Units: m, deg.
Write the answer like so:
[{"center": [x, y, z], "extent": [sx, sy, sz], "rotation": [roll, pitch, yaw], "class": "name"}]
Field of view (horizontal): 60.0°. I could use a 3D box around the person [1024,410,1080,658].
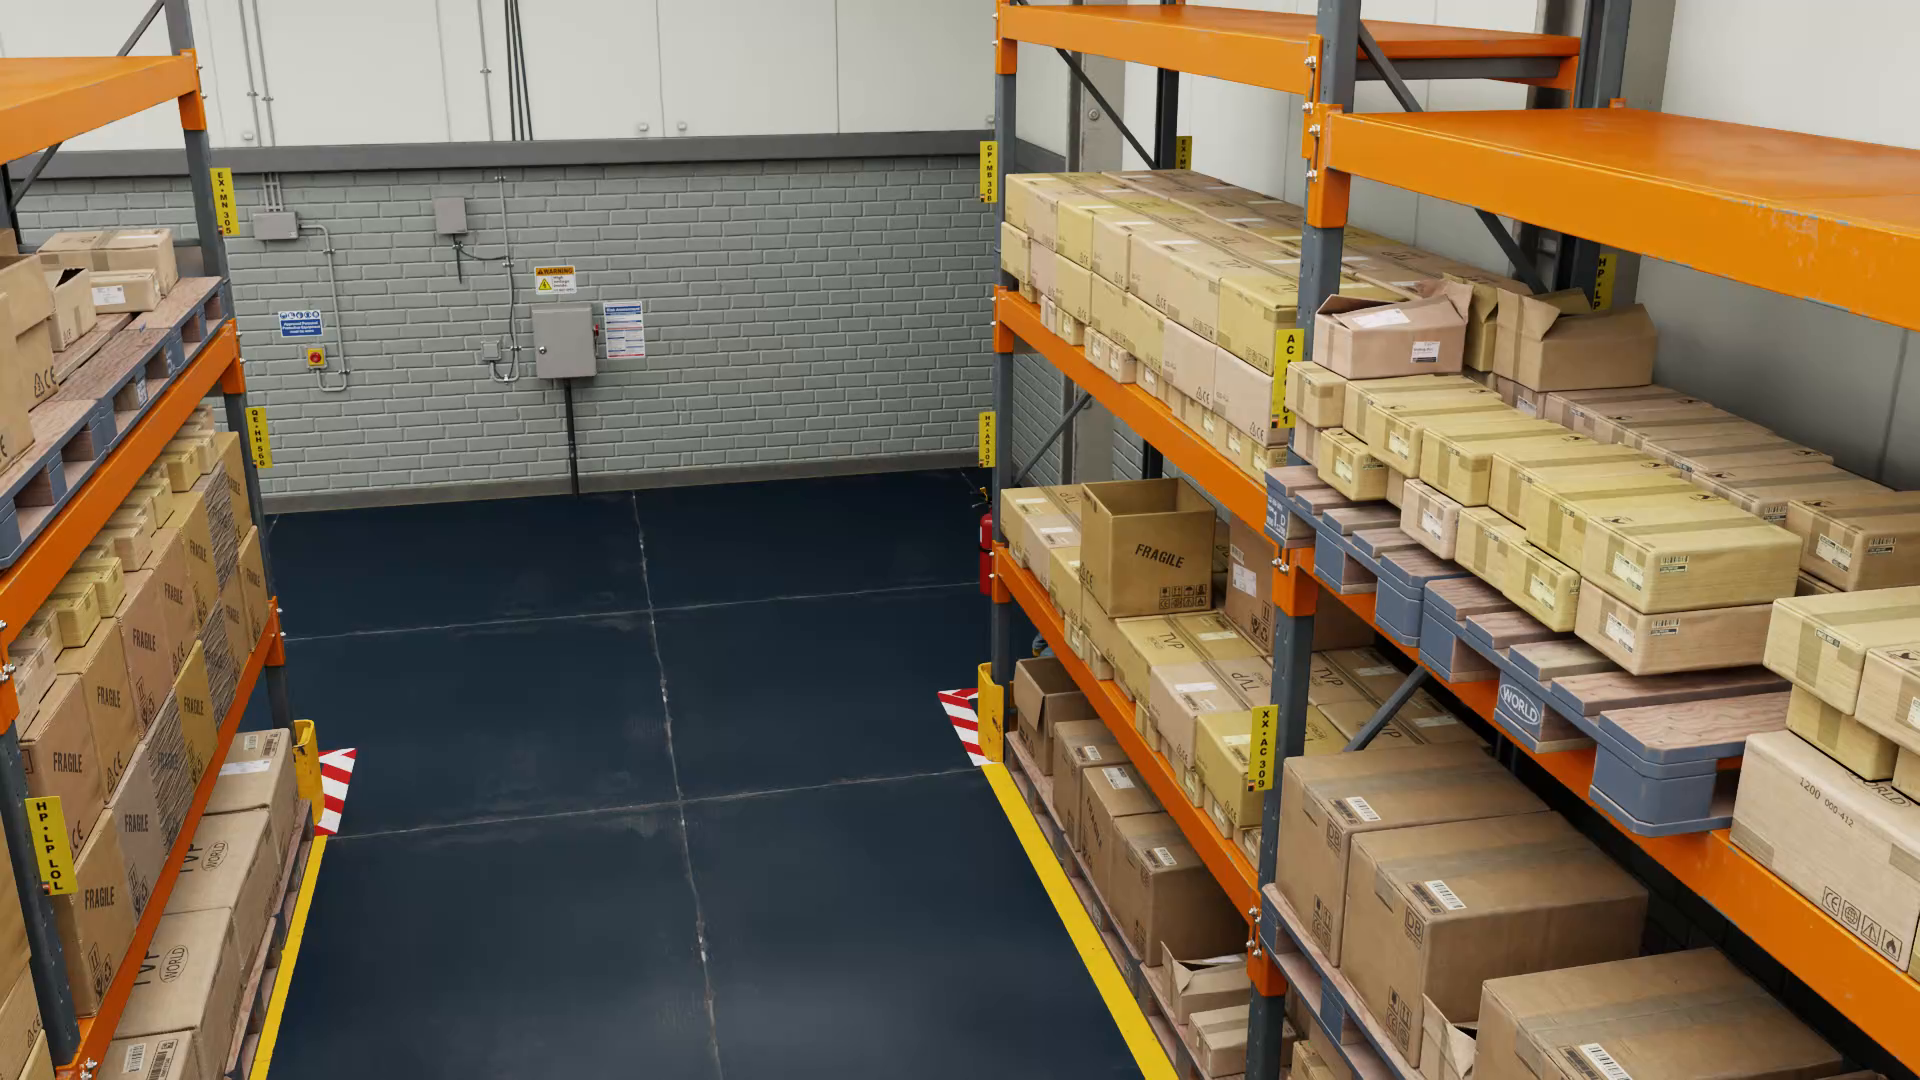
[{"center": [0.724, -0.013, 11.074], "extent": [0.571, 1.762, 0.504], "rotation": [-4, 20, -12], "class": "person"}]
